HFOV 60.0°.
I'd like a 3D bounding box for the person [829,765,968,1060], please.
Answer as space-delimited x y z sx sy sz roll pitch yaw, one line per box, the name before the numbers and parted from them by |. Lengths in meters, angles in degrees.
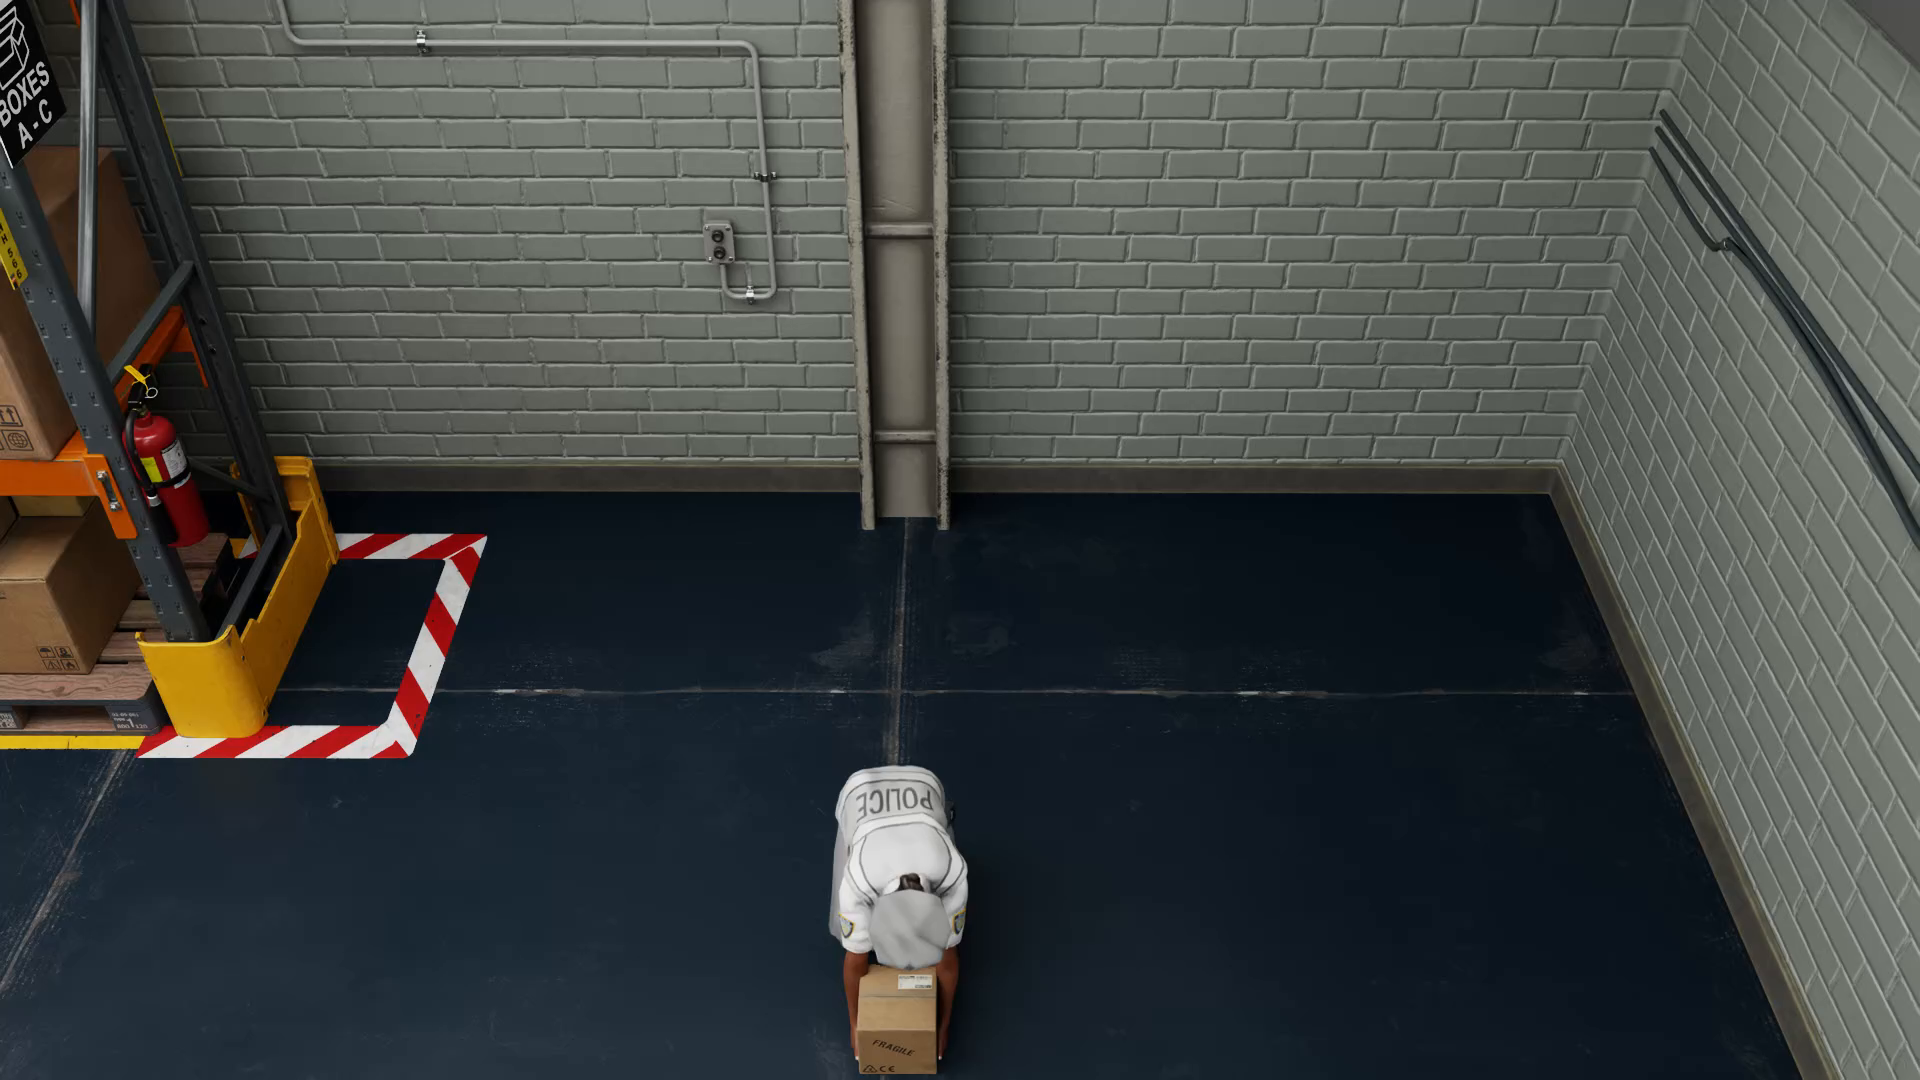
person | -0.205 1.174 5.478 0.457 0.808 0.909 -1 40 -1
